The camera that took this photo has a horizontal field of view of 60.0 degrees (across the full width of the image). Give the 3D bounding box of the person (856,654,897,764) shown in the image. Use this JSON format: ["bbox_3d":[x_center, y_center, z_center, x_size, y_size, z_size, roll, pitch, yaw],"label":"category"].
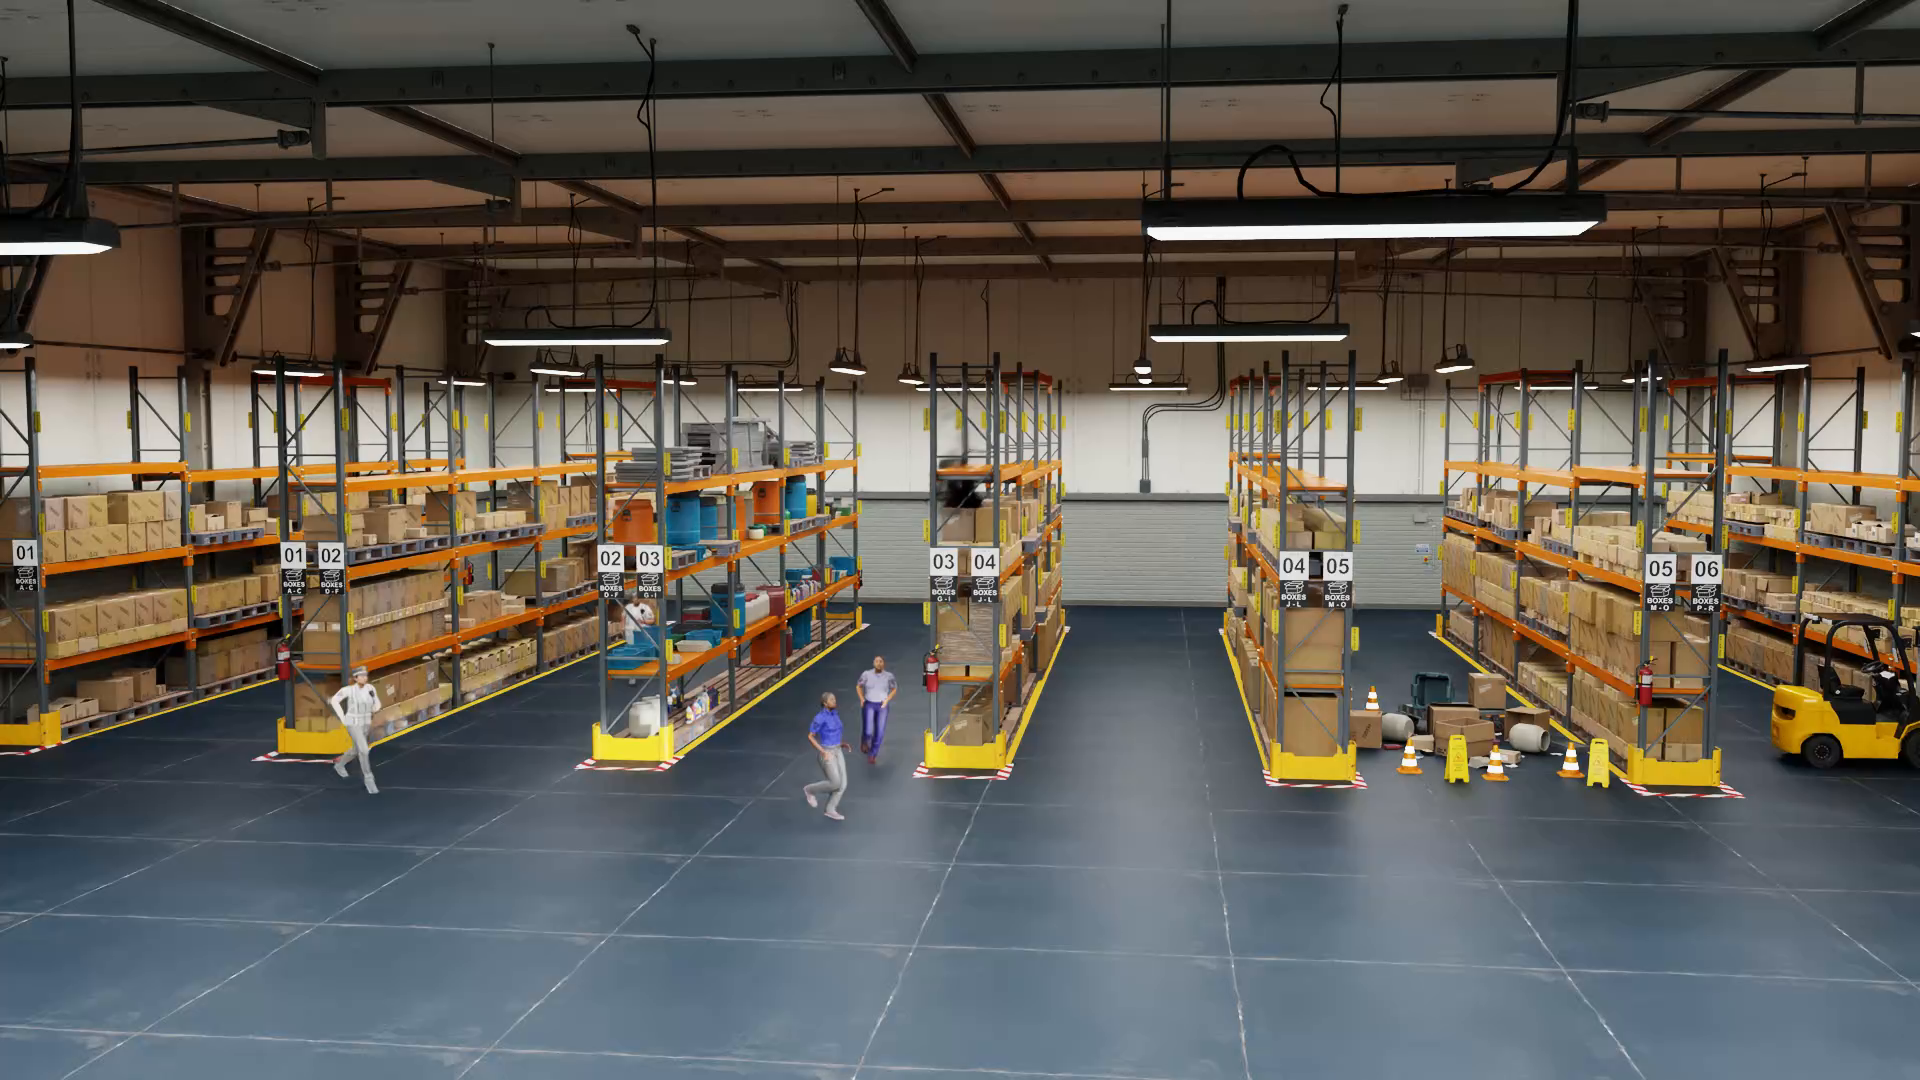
[{"bbox_3d":[-1.221,2.486,24.513,0.603,1.612,0.522,0,4,-7],"label":"person"}]

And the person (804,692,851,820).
[{"bbox_3d":[-1.675,2.726,21.053,0.564,1.607,0.576,2,5,30],"label":"person"}]

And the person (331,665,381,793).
[{"bbox_3d":[-8.253,2.570,22.768,0.980,1.750,0.563,2,5,29],"label":"person"}]

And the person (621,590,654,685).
[{"bbox_3d":[-6.208,1.832,31.973,0.662,1.768,0.989,0,4,-6],"label":"person"}]
